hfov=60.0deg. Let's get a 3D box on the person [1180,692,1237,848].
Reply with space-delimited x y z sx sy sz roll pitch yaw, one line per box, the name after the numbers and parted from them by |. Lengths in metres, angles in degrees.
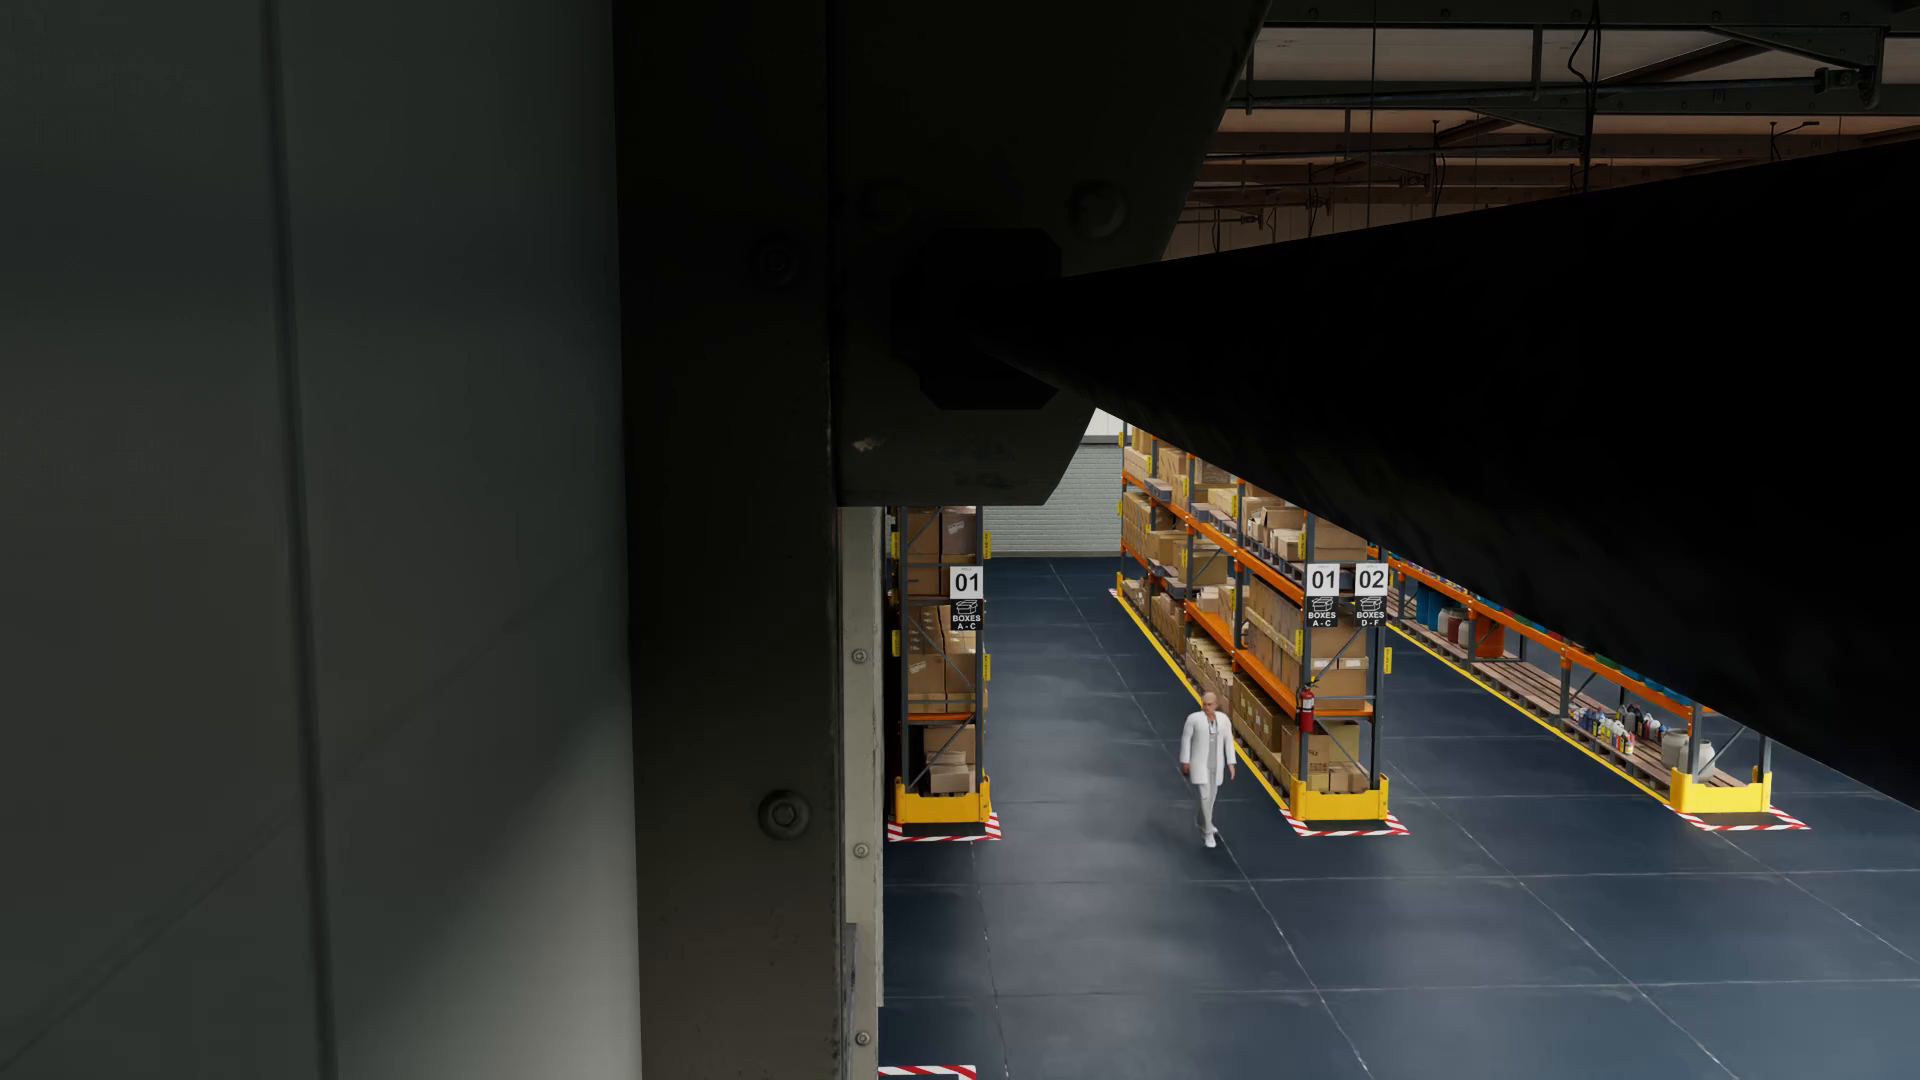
2.949 2.712 19.781 0.606 1.848 0.747 -2 8 -17 | person
